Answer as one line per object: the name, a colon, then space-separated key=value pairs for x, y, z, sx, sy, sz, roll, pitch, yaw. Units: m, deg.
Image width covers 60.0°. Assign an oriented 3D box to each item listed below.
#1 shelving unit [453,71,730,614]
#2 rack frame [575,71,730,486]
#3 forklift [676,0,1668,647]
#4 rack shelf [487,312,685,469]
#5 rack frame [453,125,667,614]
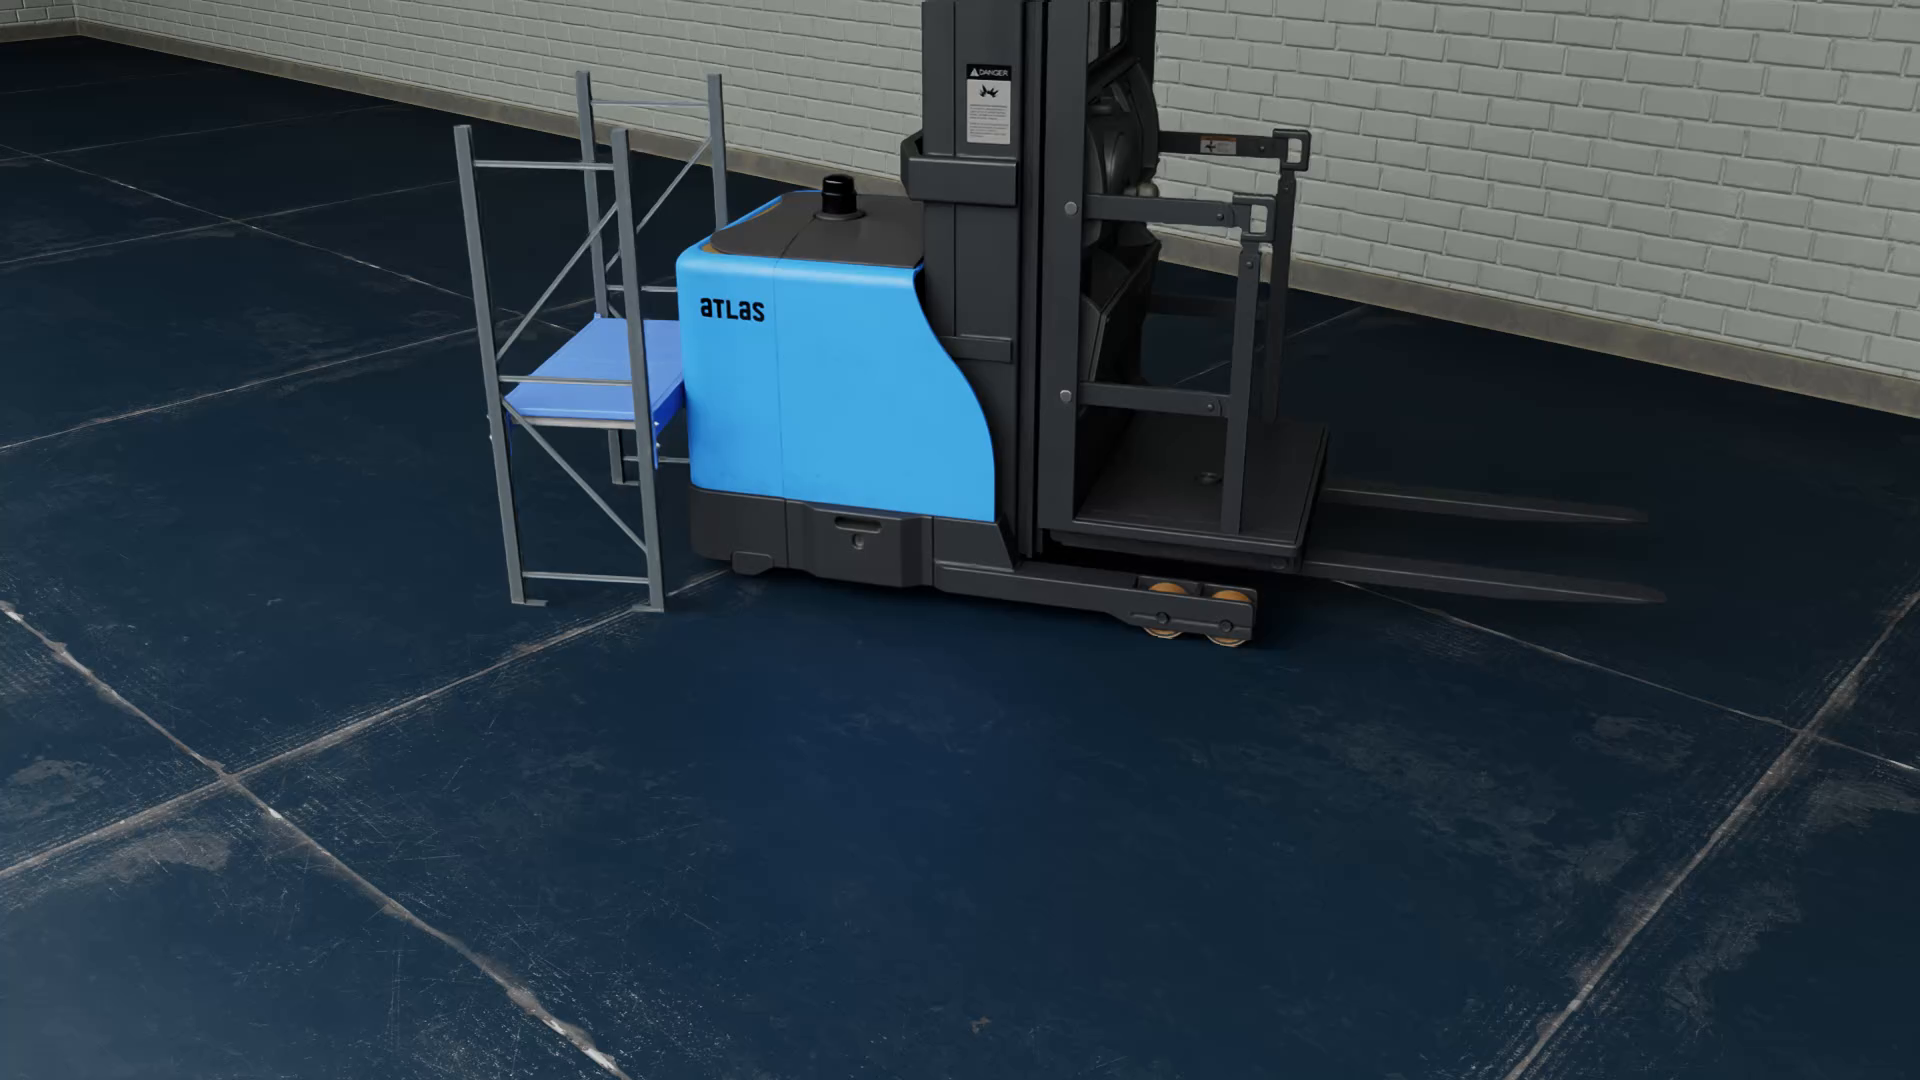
shelving unit: x=-1.112 y=-0.678 z=5.430 sx=0.538 sy=1.500 sz=1.048 roll=3 pitch=24 yaw=7
rack frame: x=-1.048 y=-0.885 z=5.890 sx=0.500 sy=1.500 sz=0.032 roll=3 pitch=24 yaw=7
forklift: x=0.682 y=-1.257 z=4.972 sx=3.031 sy=2.935 sz=1.130 roll=7 pitch=25 yaw=15
rack shelf: x=-1.112 y=-0.514 z=5.503 sx=0.538 sy=0.185 sz=1.000 roll=3 pitch=24 yaw=7
rack frame: x=-1.176 y=-0.472 z=4.970 sx=0.500 sy=1.500 sz=0.032 roll=3 pitch=24 yaw=7
